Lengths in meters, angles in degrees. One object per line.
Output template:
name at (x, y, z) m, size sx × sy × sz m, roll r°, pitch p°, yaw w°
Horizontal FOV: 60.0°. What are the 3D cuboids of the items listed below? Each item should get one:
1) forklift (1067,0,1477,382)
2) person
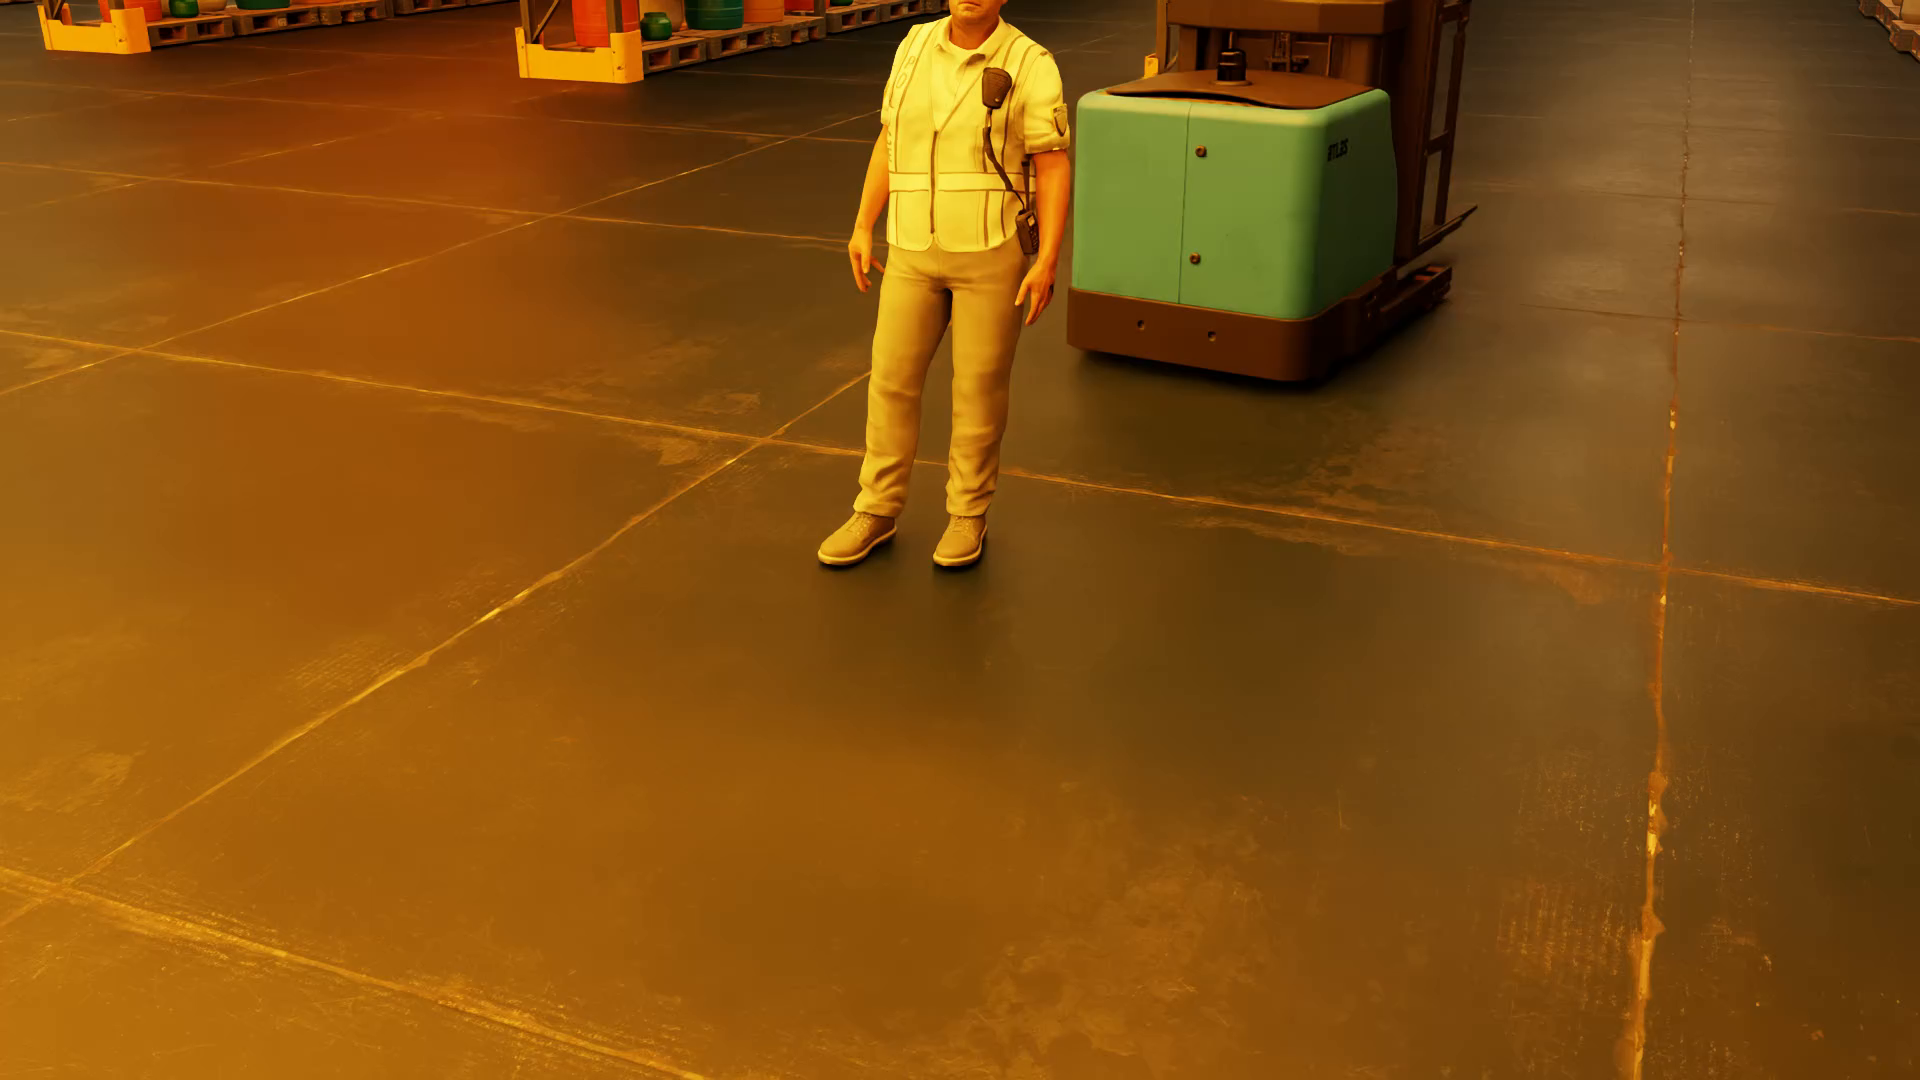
forklift at (1.638, -2.479, 7.224) m, size 1.130 × 2.935 × 3.031 m, roll 13°, pitch 26°, yaw 29°
person at (-0.041, -0.803, 4.685) m, size 0.640 × 1.781 × 0.575 m, roll 9°, pitch 24°, yaw 21°
